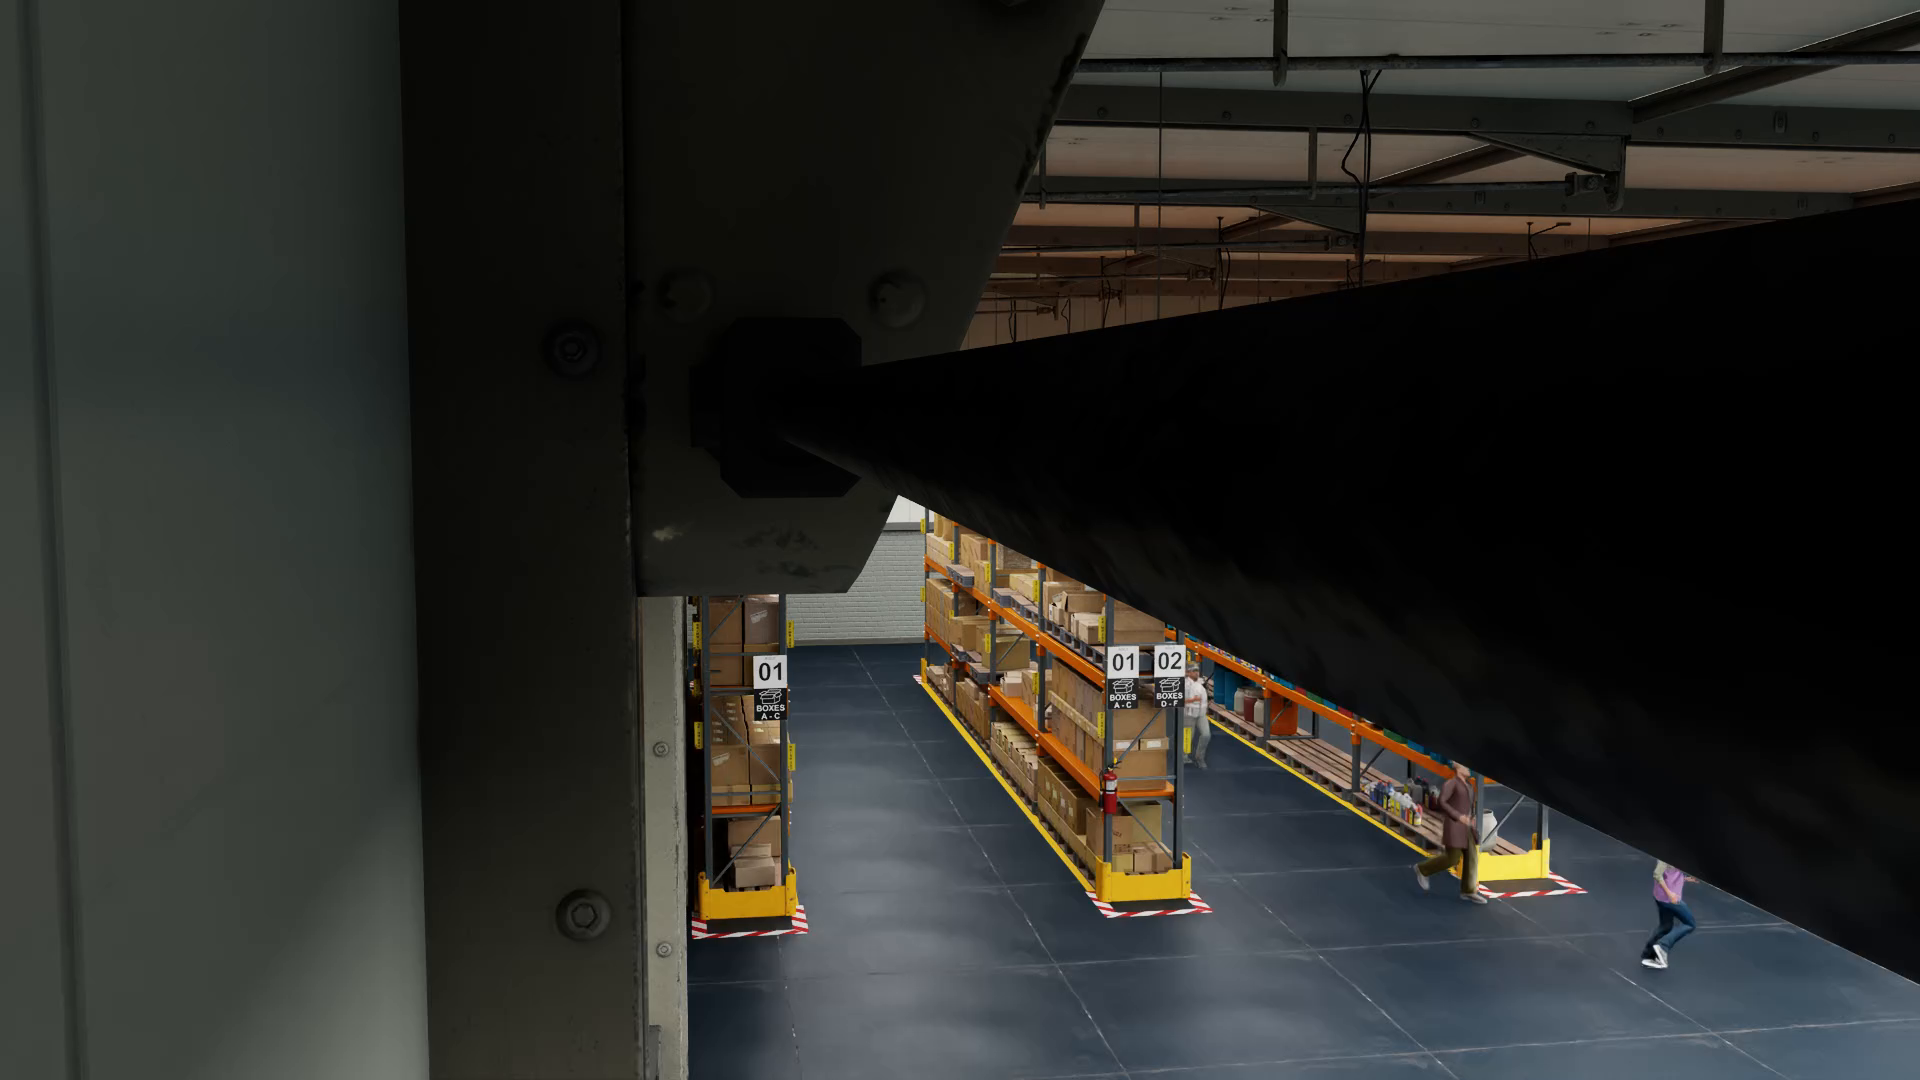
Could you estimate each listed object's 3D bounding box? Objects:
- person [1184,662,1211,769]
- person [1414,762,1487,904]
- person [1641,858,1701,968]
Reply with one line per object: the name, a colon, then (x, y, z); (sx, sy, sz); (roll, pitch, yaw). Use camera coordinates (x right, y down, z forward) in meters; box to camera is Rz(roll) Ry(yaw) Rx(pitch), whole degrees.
person: (3.980, 2.982, 28.159); (0.640, 1.831, 0.727); (-2, 5, -20)
person: (6.292, 3.615, 20.940); (0.983, 1.728, 0.767); (5, 7, 44)
person: (7.809, 3.933, 18.241); (0.596, 1.562, 0.515); (1, 5, 6)
